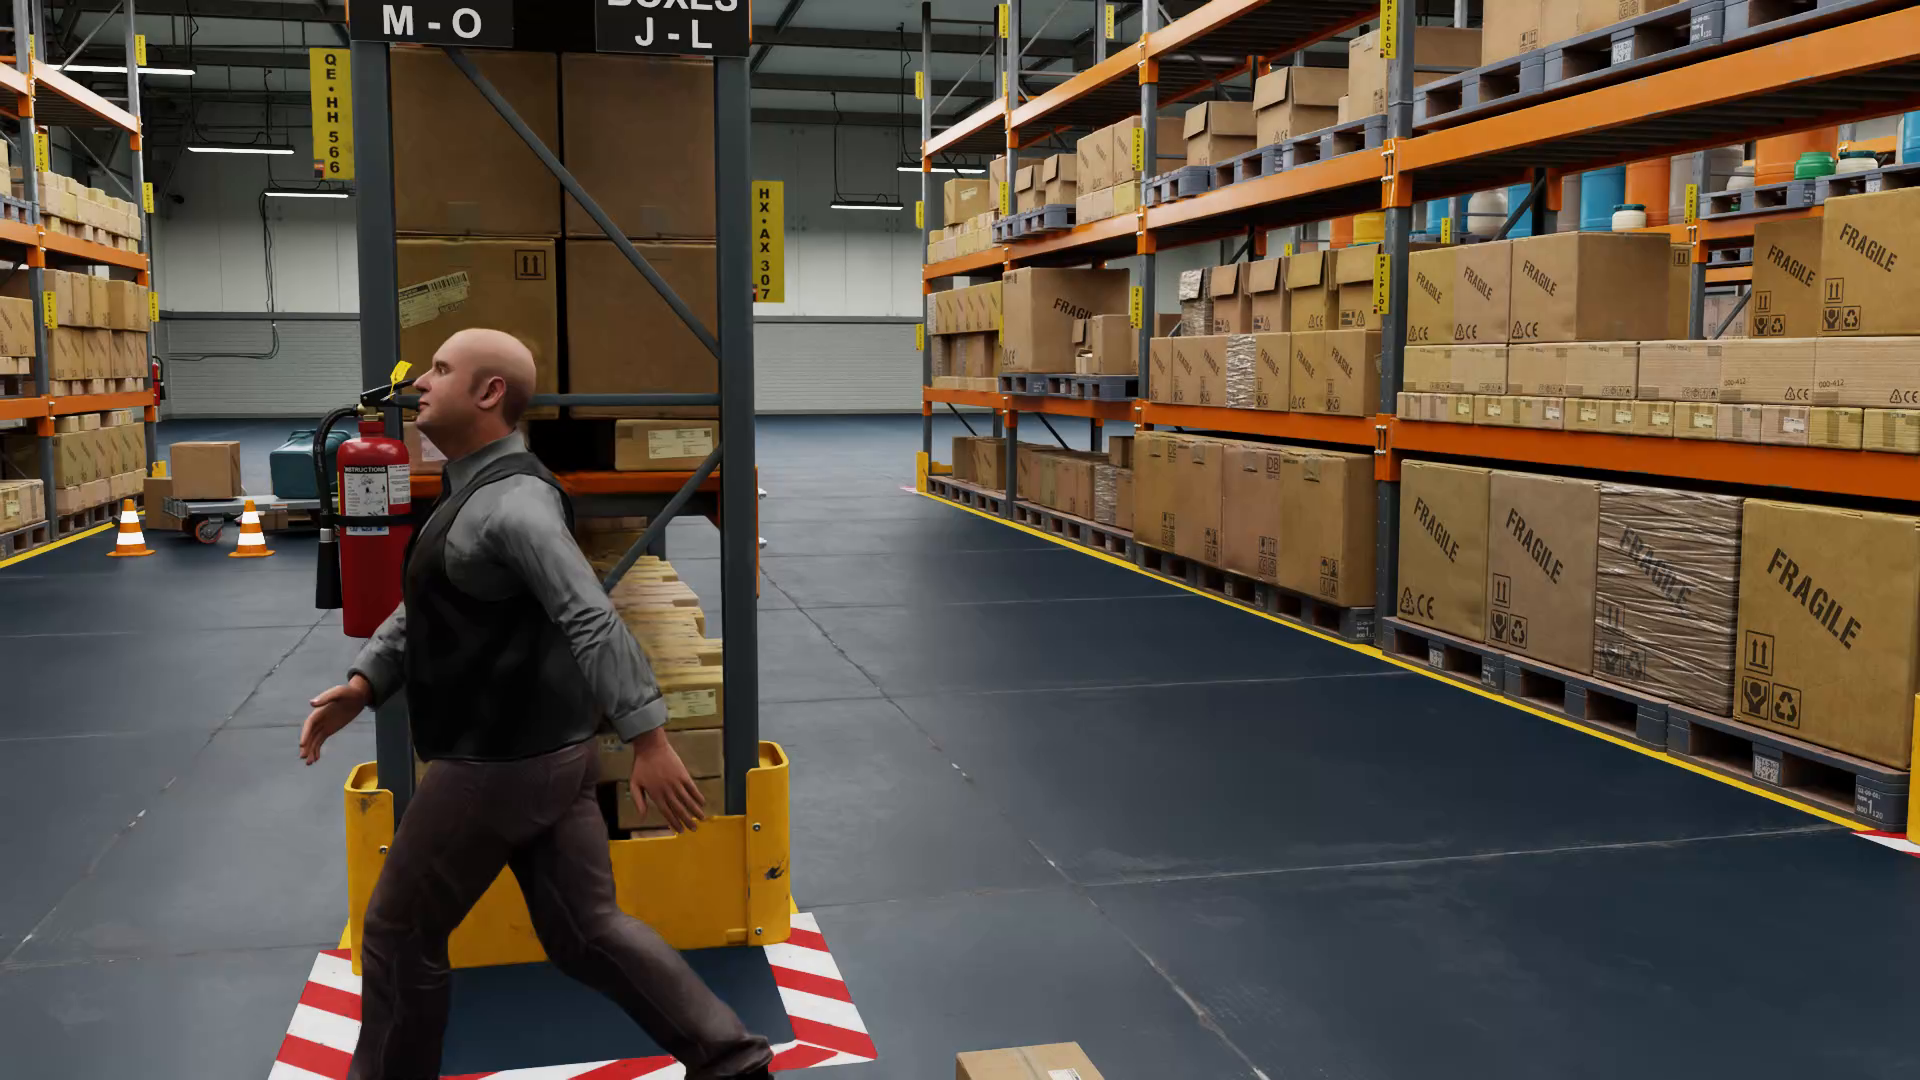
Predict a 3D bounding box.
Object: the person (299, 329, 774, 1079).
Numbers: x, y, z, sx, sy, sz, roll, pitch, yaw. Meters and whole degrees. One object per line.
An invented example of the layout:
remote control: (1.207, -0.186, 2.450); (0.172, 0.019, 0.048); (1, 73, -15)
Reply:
person: (-0.887, 0.421, 3.280); (1.029, 1.664, 0.524); (-1, 6, -6)
